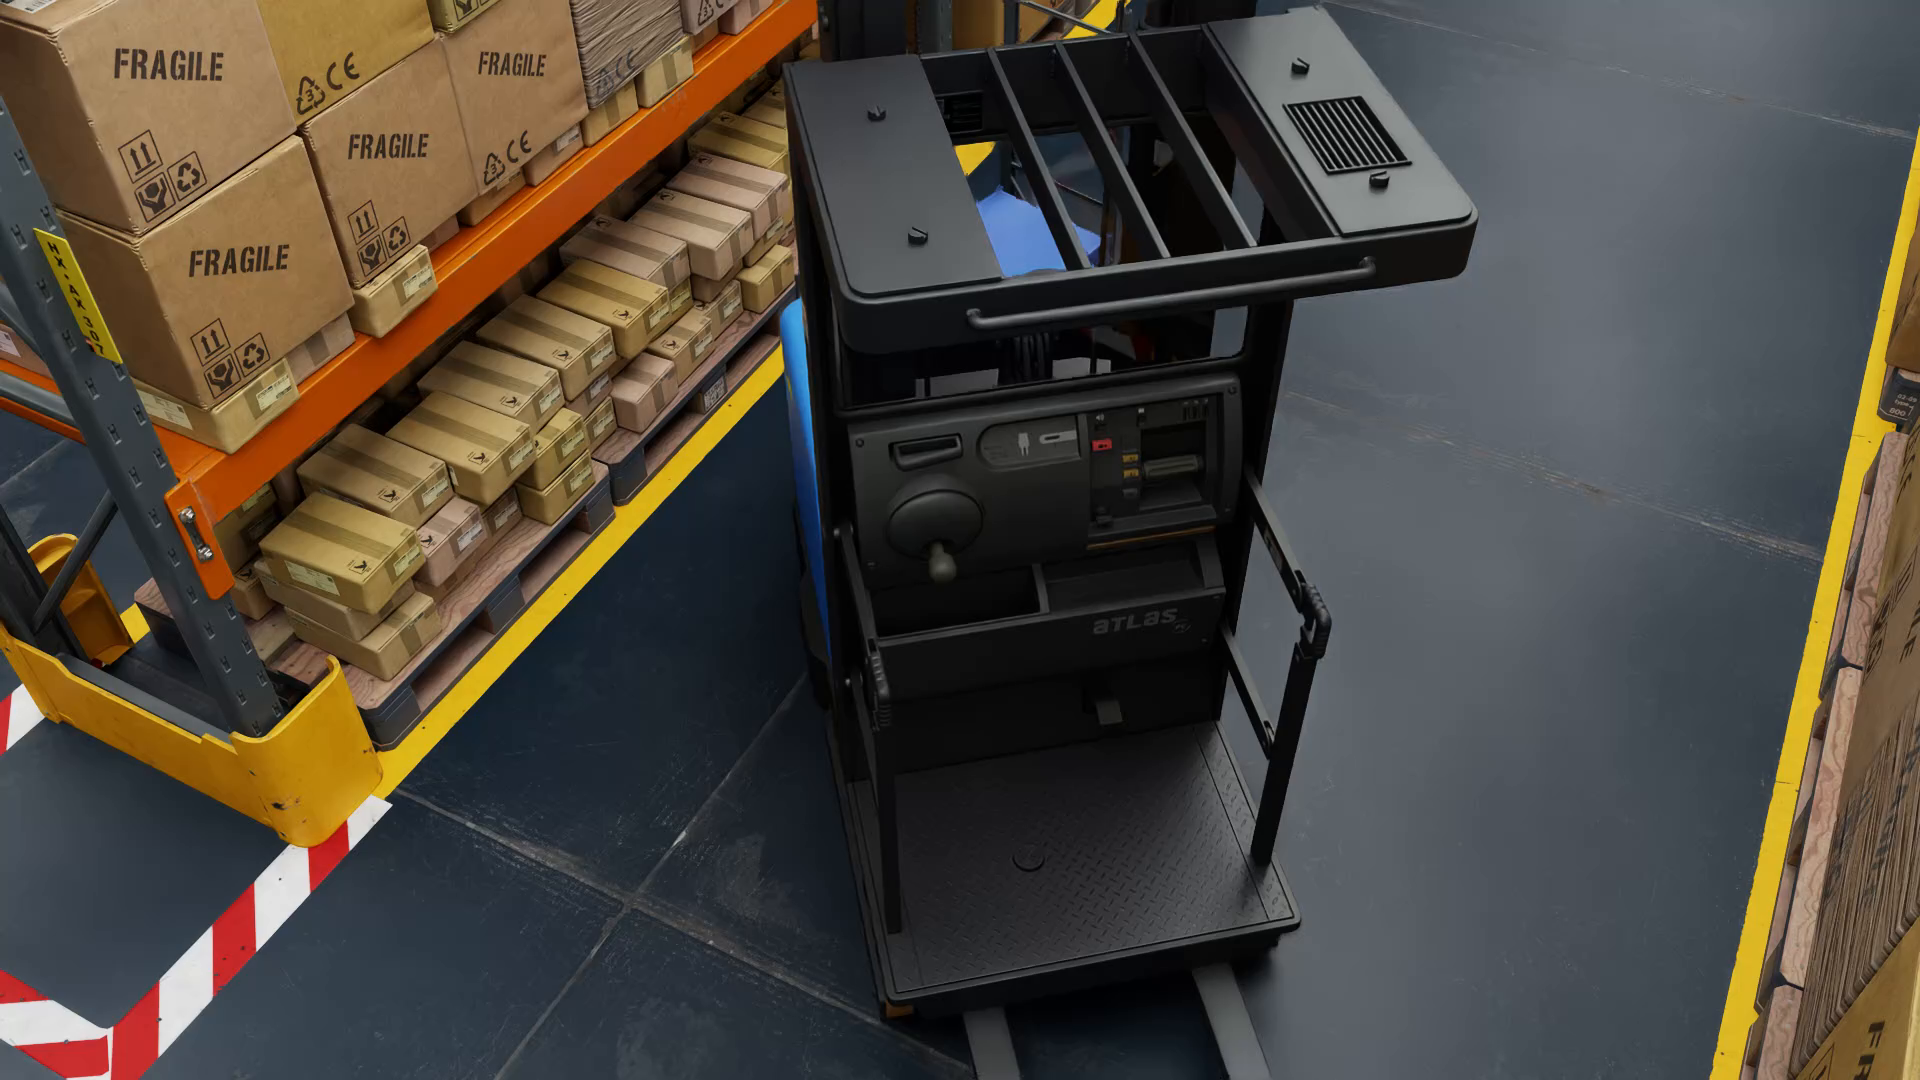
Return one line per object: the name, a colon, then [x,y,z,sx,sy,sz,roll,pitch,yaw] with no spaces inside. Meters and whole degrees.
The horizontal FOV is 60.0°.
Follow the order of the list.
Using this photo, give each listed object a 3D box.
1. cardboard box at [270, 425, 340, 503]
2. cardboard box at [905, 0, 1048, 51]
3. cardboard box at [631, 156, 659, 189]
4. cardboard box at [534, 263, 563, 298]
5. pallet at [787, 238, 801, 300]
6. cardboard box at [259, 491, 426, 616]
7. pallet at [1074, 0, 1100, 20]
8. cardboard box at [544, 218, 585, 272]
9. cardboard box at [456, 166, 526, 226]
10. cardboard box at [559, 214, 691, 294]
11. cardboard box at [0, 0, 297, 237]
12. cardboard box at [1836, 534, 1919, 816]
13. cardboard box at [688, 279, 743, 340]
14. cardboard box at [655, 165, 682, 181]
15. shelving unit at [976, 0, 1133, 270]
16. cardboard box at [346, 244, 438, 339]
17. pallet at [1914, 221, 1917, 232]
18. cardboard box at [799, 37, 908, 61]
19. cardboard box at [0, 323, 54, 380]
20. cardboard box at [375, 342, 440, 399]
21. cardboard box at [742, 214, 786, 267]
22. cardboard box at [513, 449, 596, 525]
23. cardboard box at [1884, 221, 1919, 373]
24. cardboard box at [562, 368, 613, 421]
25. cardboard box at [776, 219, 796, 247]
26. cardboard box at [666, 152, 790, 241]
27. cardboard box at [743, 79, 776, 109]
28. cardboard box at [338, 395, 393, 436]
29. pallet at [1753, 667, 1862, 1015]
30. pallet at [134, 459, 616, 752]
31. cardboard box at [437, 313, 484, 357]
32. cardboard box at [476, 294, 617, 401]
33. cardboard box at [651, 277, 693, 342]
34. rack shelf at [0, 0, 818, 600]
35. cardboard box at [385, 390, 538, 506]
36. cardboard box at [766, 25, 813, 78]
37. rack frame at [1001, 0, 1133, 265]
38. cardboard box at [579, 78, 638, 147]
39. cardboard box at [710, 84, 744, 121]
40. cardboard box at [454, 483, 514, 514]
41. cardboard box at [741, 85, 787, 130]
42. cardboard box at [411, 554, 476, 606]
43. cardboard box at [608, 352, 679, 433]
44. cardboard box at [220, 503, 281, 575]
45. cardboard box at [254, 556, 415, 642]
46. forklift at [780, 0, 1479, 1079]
cardboard box: [-2.170,-0.302,5.230,0.380,0.149,0.250,21,49,20]
cardboard box: [0.076,-2.558,7.631,0.500,0.500,0.500,22,49,21]
cardboard box: [-1.391,-1.482,6.397,0.380,0.149,0.250,21,49,20]
cardboard box: [-1.659,-1.064,6.193,0.380,0.149,0.250,21,49,19]
pallet: [-0.783,-1.496,7.080,1.003,0.211,1.213,20,49,19]
cardboard box: [-1.815,0.037,4.896,0.380,0.149,0.250,18,48,17]
pallet: [0.423,-3.193,8.757,1.003,0.211,1.213,20,49,19]
cardboard box: [-1.594,-1.141,6.059,0.380,0.149,0.250,21,49,19]
cardboard box: [-1.518,-1.096,4.900,0.380,0.149,0.250,20,49,19]
cardboard box: [-1.189,-0.989,5.909,0.380,0.149,0.250,21,49,19]
cardboard box: [-1.915,-1.077,3.723,0.500,0.500,0.500,20,49,19]
cardboard box: [3.049,0.346,4.498,0.875,0.875,0.875,20,49,19]
cardboard box: [-1.043,-0.903,6.242,0.380,0.149,0.250,21,49,20]
cardboard box: [-1.201,-1.515,6.638,0.380,0.149,0.250,18,48,17]
shelving unit: [0.027,-0.991,5.675,0.538,1.500,1.048,30,53,27]
cardboard box: [-1.664,-0.724,4.533,0.380,0.149,0.250,19,48,18]
pallet: [4.701,-1.512,7.096,1.003,0.211,1.213,20,49,19]
cardboard box: [-0.437,-1.955,6.864,0.380,0.149,0.250,22,49,20]
cardboard box: [-2.458,-0.601,4.412,0.380,0.149,0.250,21,49,19]
cardboard box: [-1.986,-0.649,5.574,0.380,0.149,0.250,19,48,18]
cardboard box: [-0.894,-1.216,6.342,0.380,0.149,0.250,22,49,20]
cardboard box: [-1.458,-0.236,5.584,0.380,0.149,0.250,21,49,20]
cardboard box: [4.124,-1.020,5.848,1.225,0.875,0.875,21,49,19]
cardboard box: [-1.422,-0.548,5.682,0.380,0.149,0.250,18,48,17]
cardboard box: [-0.872,-1.247,6.583,0.380,0.149,0.250,19,48,18]
cardboard box: [-0.863,-1.283,6.200,0.380,0.149,0.250,18,48,17]
cardboard box: [-0.992,-1.849,6.969,0.380,0.149,0.250,21,49,19]
cardboard box: [-2.127,-0.396,5.532,0.380,0.149,0.250,19,48,17]
pallet: [2.857,0.995,4.618,1.003,0.211,1.213,20,49,19]
pallet: [-1.915,0.041,5.561,1.003,0.211,1.213,20,49,19]
cardboard box: [-1.898,-0.726,5.859,0.380,0.149,0.250,21,49,20]
cardboard box: [-1.384,-0.648,5.573,0.380,0.149,0.250,22,49,21]
cardboard box: [-1.198,-0.899,6.030,0.380,0.149,0.250,23,50,21]
rack shelf: [-1.430,-1.398,5.528,1.077,0.370,4.000,20,49,19]
cardboard box: [-1.563,-0.293,5.222,0.380,0.149,0.250,20,49,19]
cardboard box: [-0.845,-2.117,7.024,0.380,0.149,0.250,22,49,21]
rack frame: [0.351,-1.269,5.950,0.500,1.500,0.032,30,53,27]
cardboard box: [-1.239,-1.398,5.199,0.380,0.149,0.250,22,49,20]
cardboard box: [-1.100,-1.787,6.698,0.380,0.149,0.250,20,49,19]
cardboard box: [-1.676,-0.224,5.362,0.380,0.149,0.250,21,49,20]
cardboard box: [-0.629,-1.622,6.535,0.380,0.149,0.250,20,49,19]
cardboard box: [-1.783,0.047,5.303,0.380,0.149,0.250,20,49,19]
cardboard box: [-1.232,-0.557,5.900,0.380,0.149,0.250,18,48,17]
cardboard box: [-2.367,-0.068,5.208,0.380,0.149,0.250,19,48,18]
cardboard box: [-1.888,0.114,5.029,0.380,0.149,0.250,22,49,21]
forklift: [0.256,-0.047,3.736,1.130,2.935,3.031,-9,46,-8]
